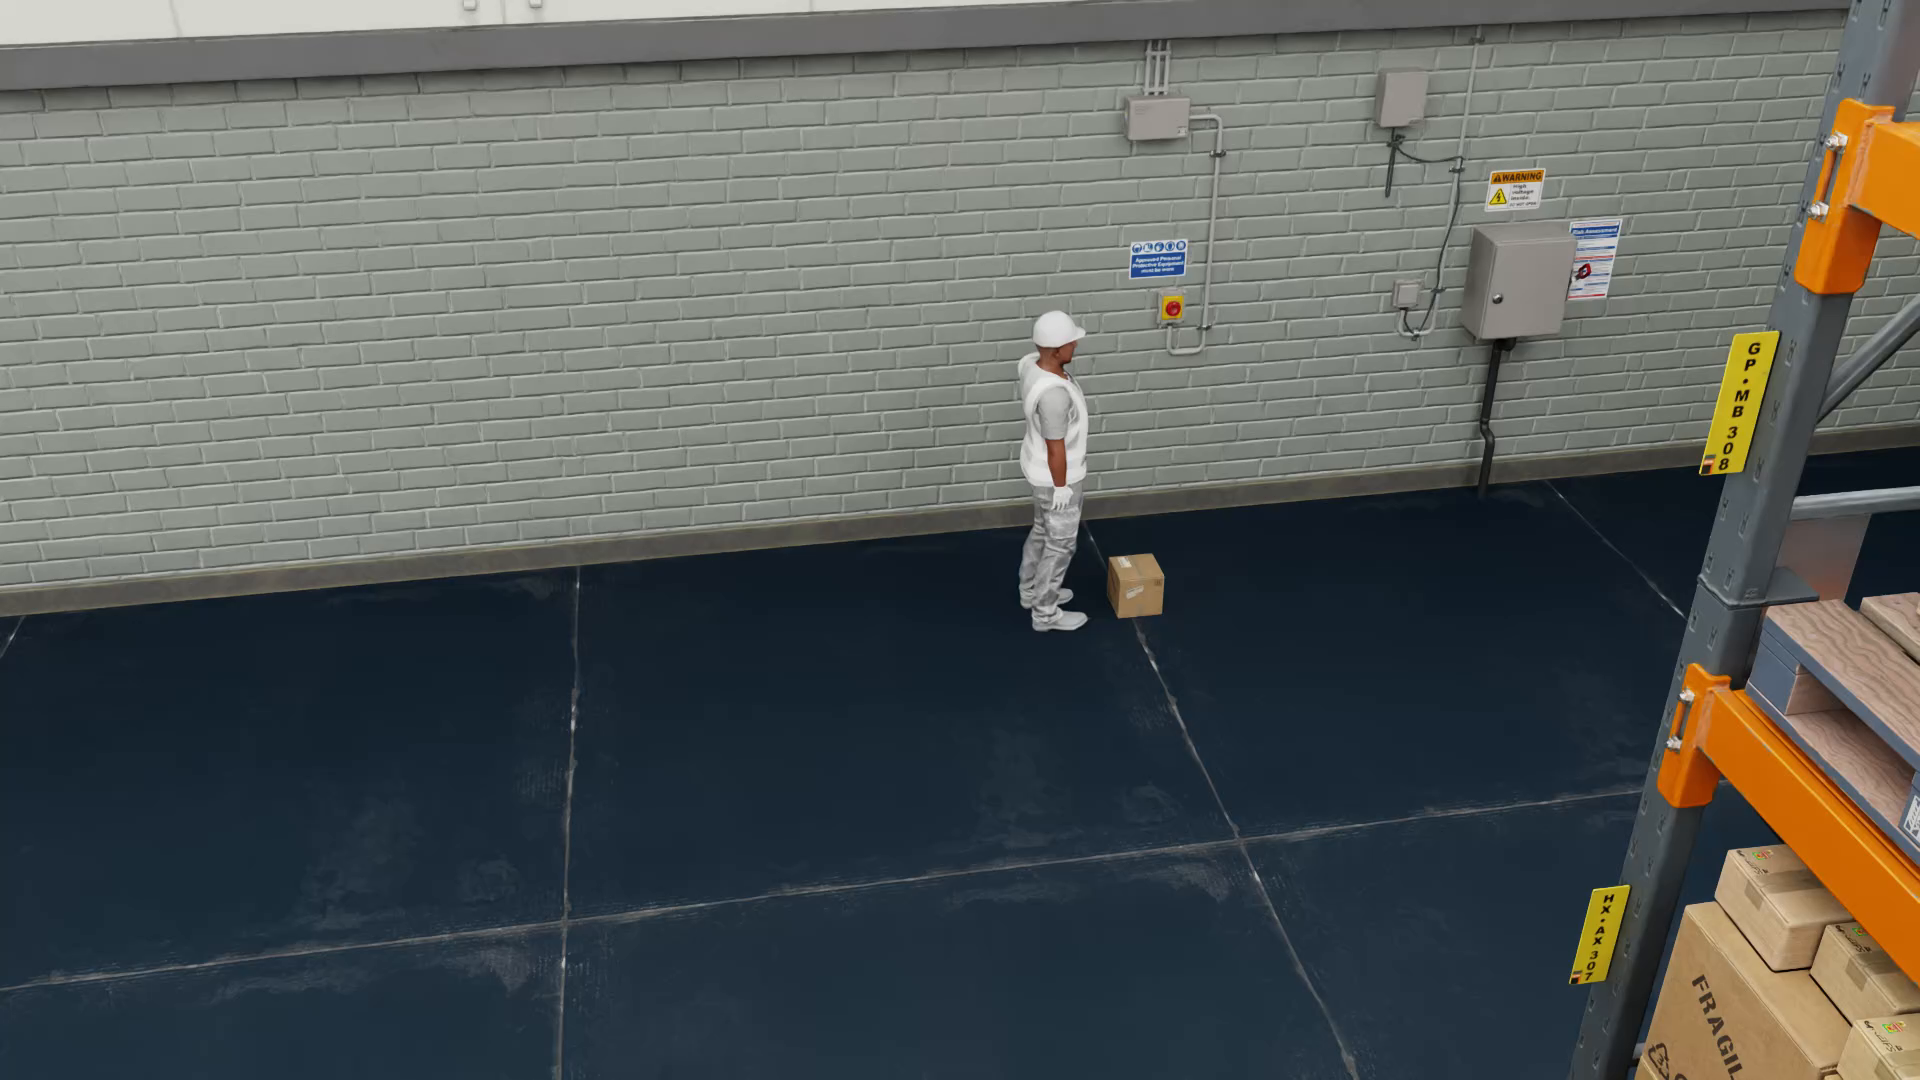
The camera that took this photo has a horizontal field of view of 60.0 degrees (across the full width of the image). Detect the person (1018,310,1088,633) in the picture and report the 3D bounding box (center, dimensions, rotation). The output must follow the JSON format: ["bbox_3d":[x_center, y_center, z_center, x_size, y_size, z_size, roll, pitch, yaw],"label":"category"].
[{"bbox_3d":[0.493,-0.369,8.750,0.366,1.781,0.545,-5,31,-8],"label":"person"}]
